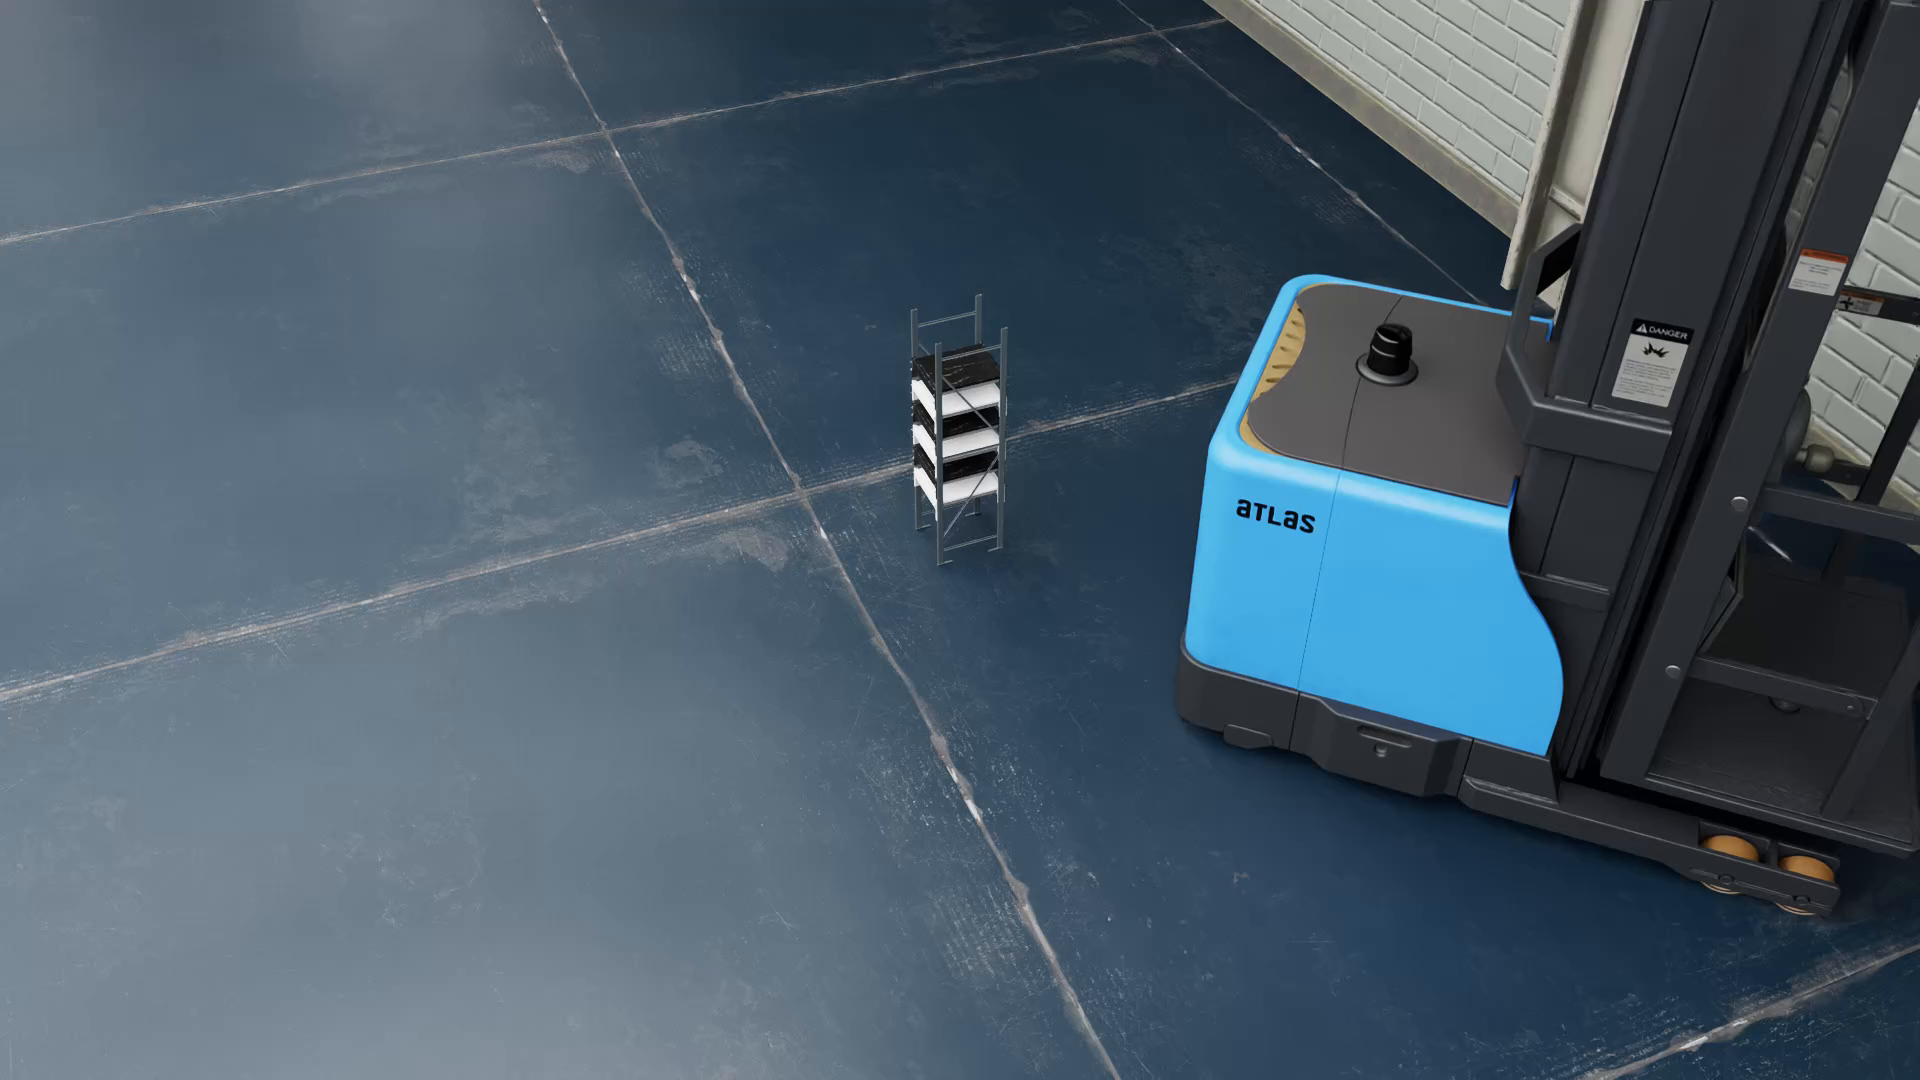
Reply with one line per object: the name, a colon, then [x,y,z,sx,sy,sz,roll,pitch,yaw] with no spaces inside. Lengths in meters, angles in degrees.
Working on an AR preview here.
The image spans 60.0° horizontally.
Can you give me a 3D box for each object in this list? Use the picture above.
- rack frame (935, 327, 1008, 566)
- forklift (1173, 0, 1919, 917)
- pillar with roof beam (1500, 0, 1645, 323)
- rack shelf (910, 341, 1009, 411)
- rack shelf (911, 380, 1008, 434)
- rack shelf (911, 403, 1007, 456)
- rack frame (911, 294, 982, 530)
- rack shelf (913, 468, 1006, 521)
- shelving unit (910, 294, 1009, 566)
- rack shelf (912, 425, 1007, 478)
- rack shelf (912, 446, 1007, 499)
rack frame: [0.036,-0.285,5.391,0.240,0.900,0.006,-15,43,-17]
forklift: [2.221,-0.480,4.060,3.031,2.935,1.130,14,43,16]
pillar with roof beam: [-1.487,-3.337,2.729,9.100,9.000,0.400,-15,43,-17]
rack shelf: [-0.003,-0.526,5.308,0.258,0.077,0.200,-15,43,-17]
rack shelf: [-0.003,-0.457,5.367,0.258,0.077,0.200,-15,43,-17]
rack shelf: [-0.003,-0.389,5.425,0.258,0.077,0.200,-15,43,-17]
rack frame: [-0.042,-0.407,5.534,0.240,0.900,0.006,-15,43,-17]
rack shelf: [-0.003,-0.184,5.601,0.258,0.077,0.200,-15,43,-17]
shelving unit: [-0.003,-0.346,5.462,0.258,0.900,0.210,-15,43,-17]
rack shelf: [-0.003,-0.321,5.484,0.258,0.077,0.200,-15,43,-17]
rack shelf: [-0.003,-0.253,5.543,0.258,0.077,0.200,-15,43,-17]
